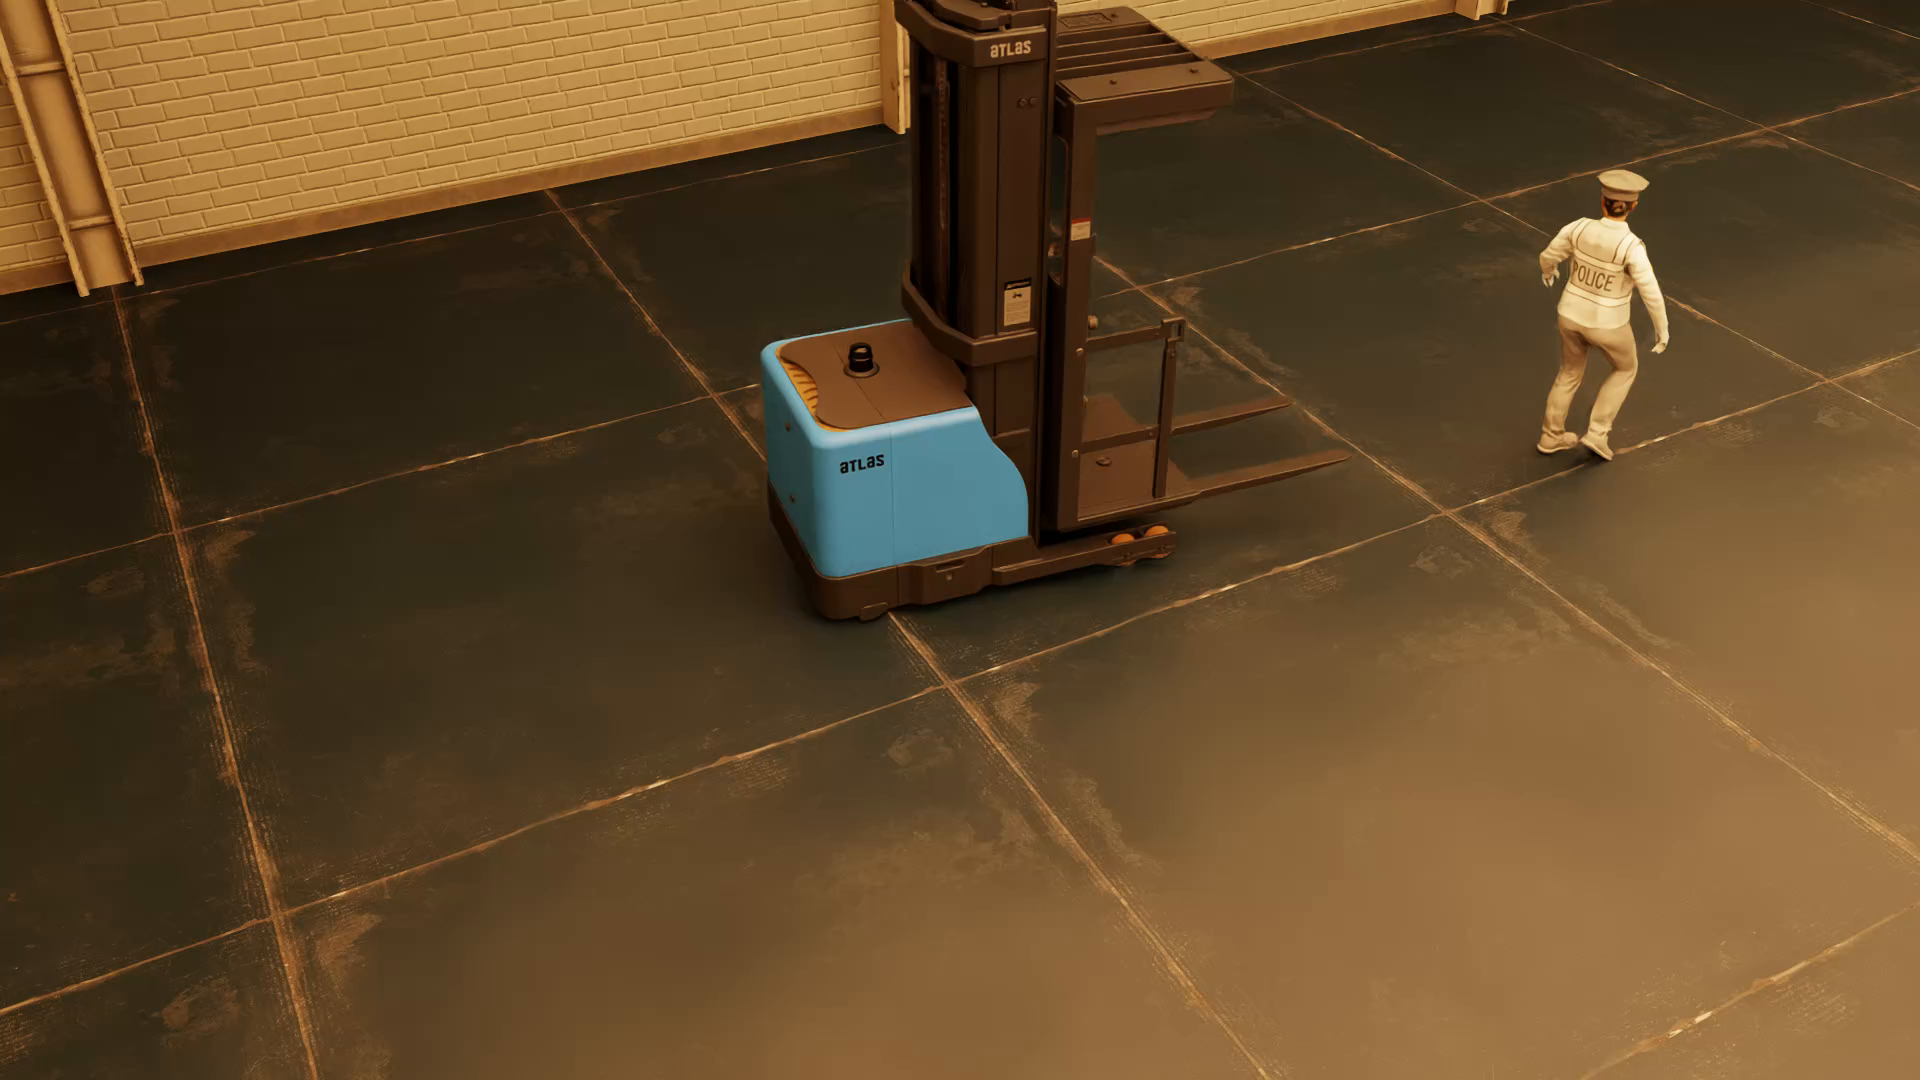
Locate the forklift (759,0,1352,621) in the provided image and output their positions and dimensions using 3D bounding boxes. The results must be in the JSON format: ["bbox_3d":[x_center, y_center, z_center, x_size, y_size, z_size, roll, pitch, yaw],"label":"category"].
[{"bbox_3d":[0.572,-1.334,8.010,3.031,2.935,1.130,-12,37,-17],"label":"forklift"}]

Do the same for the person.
[{"bbox_3d":[3.406,-1.191,8.955,0.444,1.673,0.791,-25,42,-31],"label":"person"}]
